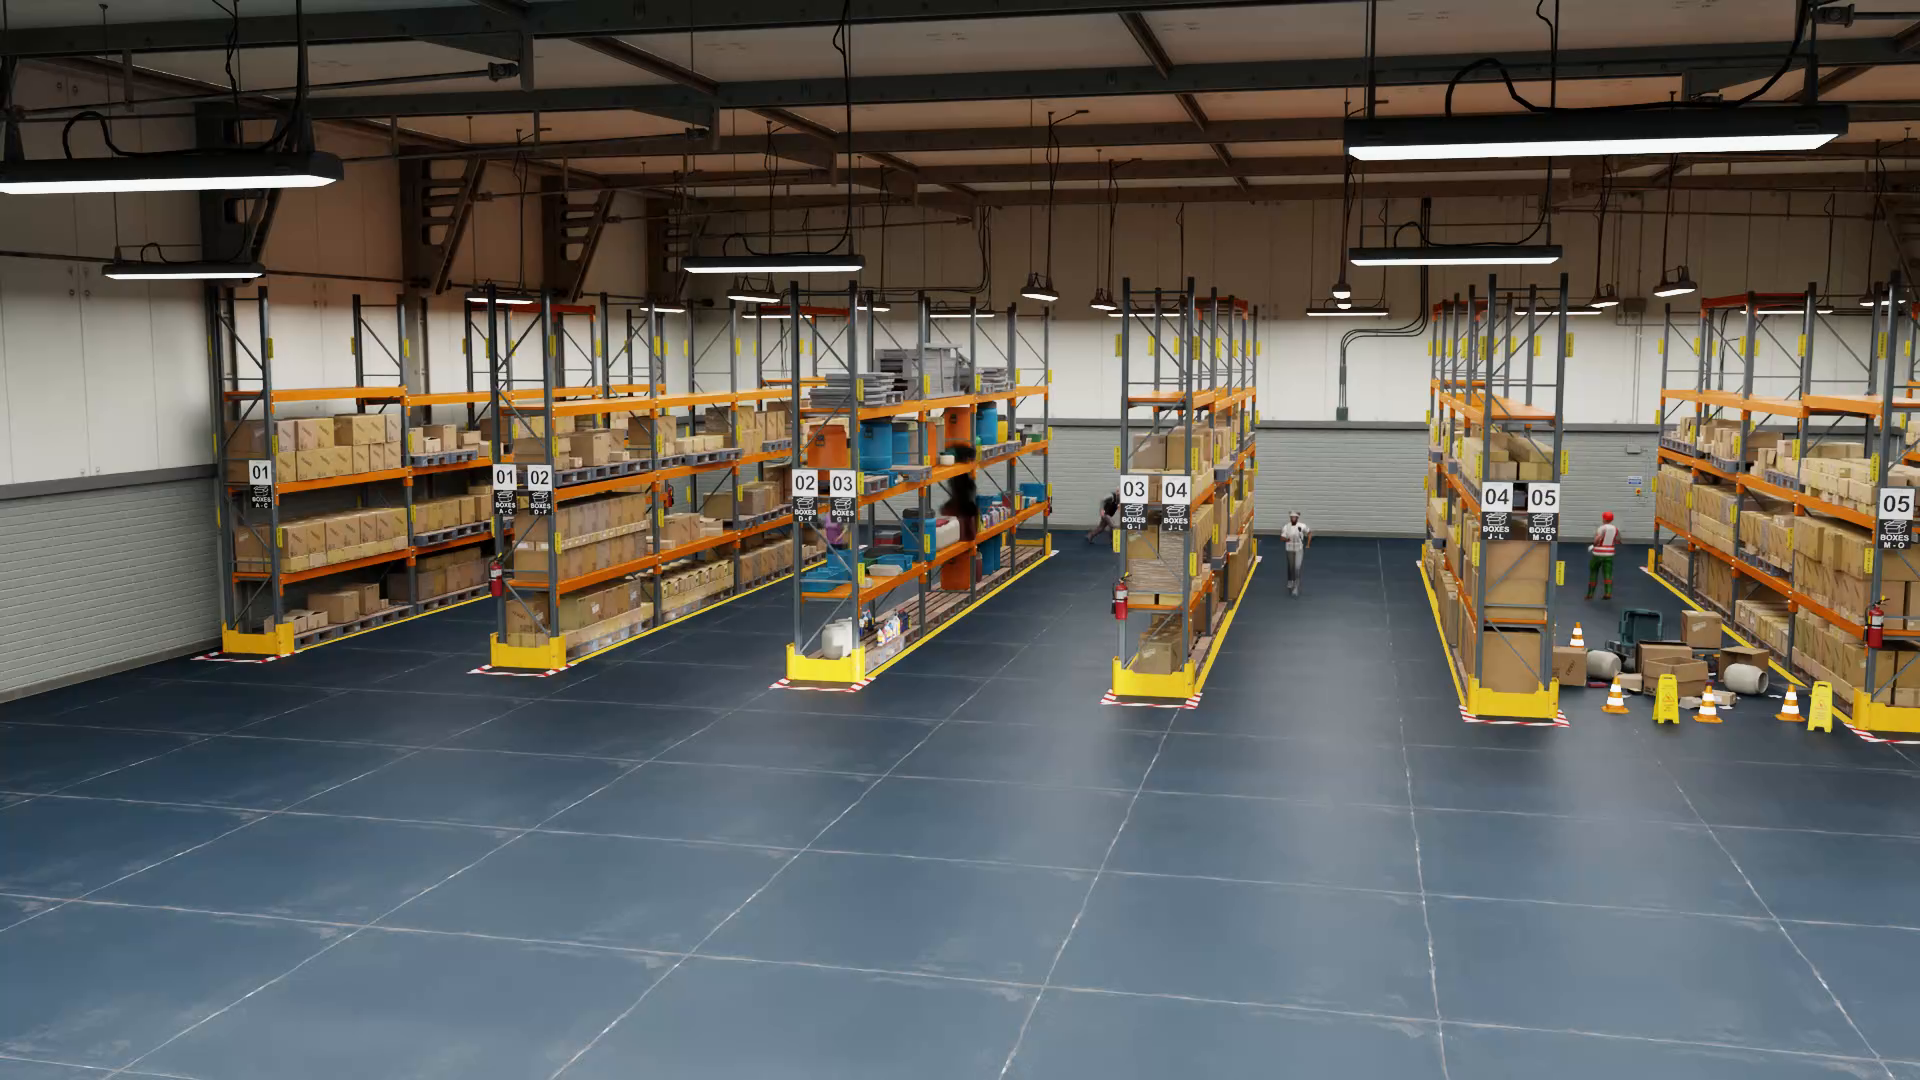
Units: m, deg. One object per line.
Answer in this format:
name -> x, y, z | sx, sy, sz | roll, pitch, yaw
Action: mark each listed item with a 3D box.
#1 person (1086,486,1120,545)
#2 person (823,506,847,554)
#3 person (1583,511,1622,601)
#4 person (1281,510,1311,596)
person -> 3.705, -0.610, 42.309 | 1.065, 1.551, 0.644 | 4, 8, 32
person -> -2.508, 0.097, 33.359 | 0.541, 1.626, 0.668 | 2, 7, 17
person -> 12.715, 0.338, 32.827 | 0.699, 1.826, 0.916 | 0, 7, 1
person -> 6.904, 0.243, 34.202 | 0.593, 1.736, 0.896 | 2, 7, 20
